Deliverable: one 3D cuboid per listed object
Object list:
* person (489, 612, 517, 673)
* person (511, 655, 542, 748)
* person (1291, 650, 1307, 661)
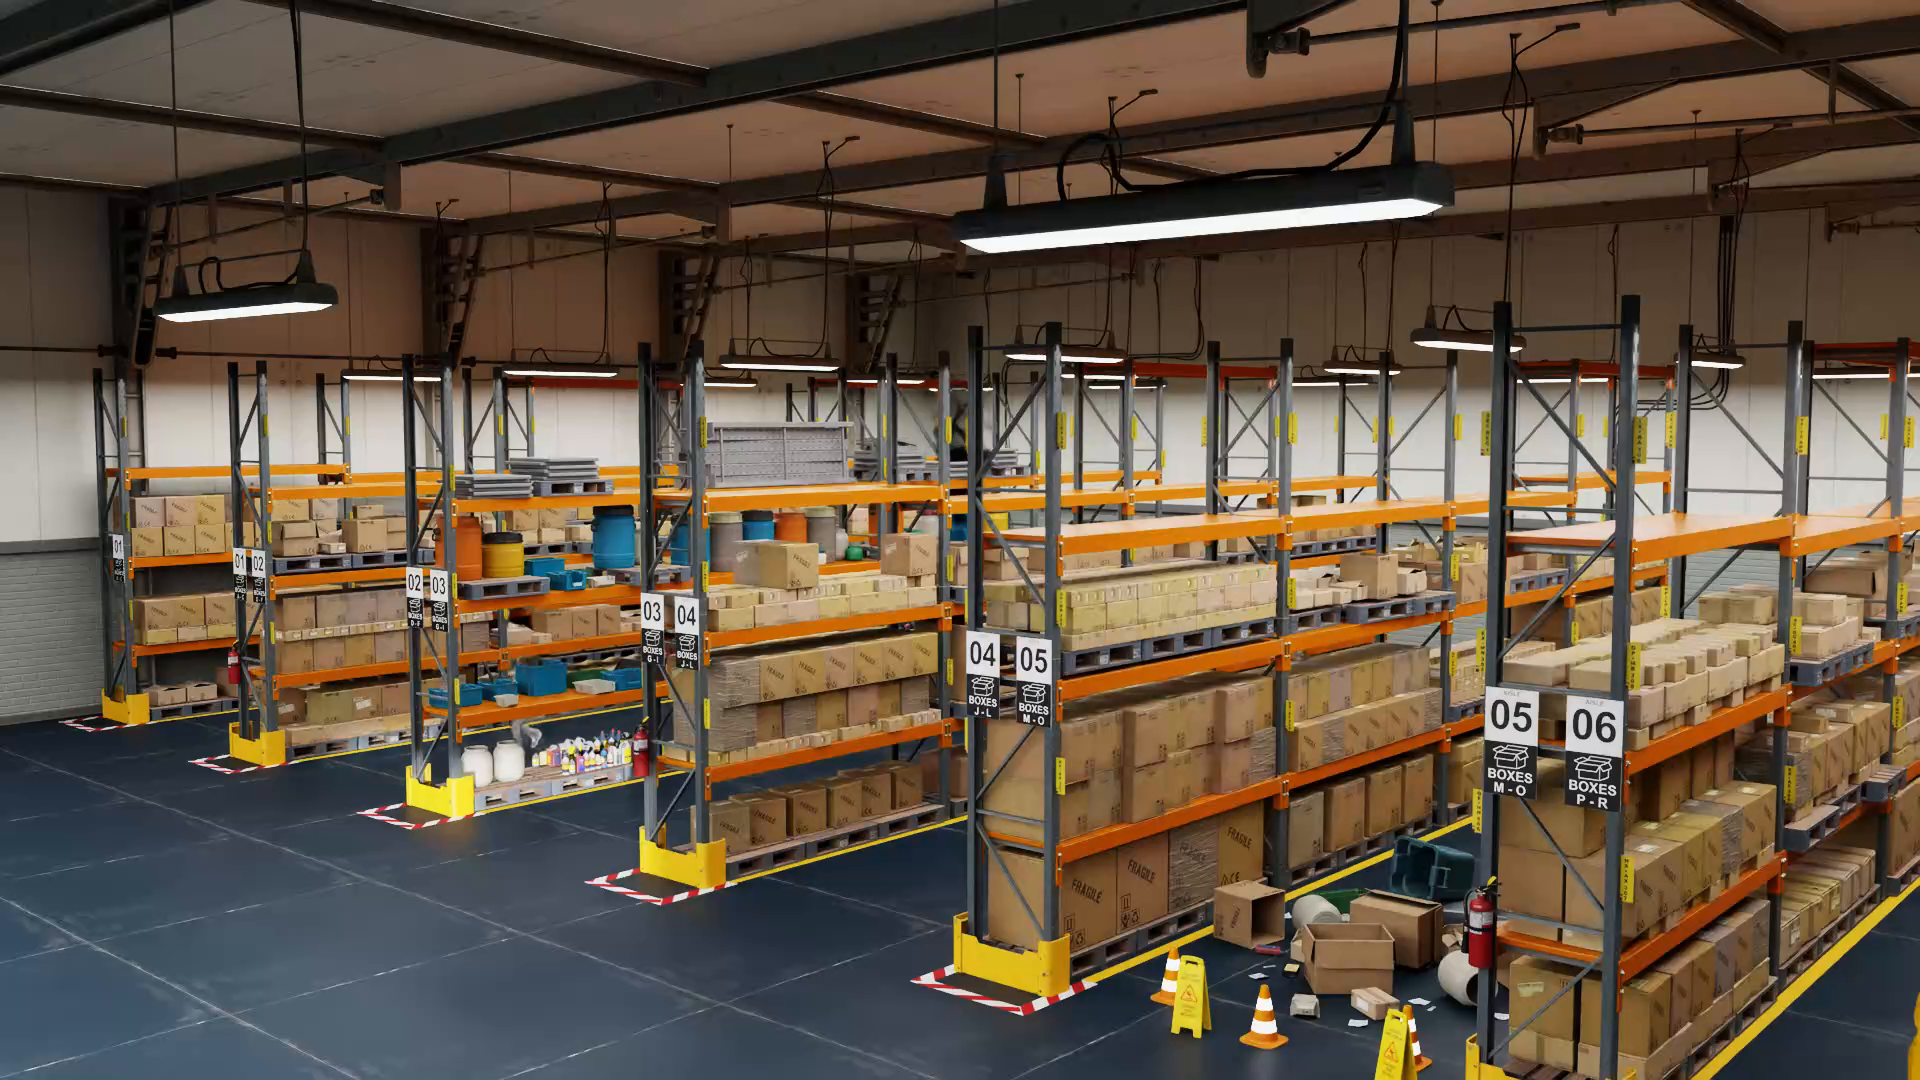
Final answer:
[{"bbox_3d":[-8.291,2.125,30.351,0.592,1.718,0.725,3,5,38],"label":"person"},{"bbox_3d":[-6.619,2.524,25.229,0.549,1.566,0.774,3,5,33],"label":"person"},{"bbox_3d":[5.160,2.457,25.455,0.628,1.662,0.800,3,5,38],"label":"person"}]
